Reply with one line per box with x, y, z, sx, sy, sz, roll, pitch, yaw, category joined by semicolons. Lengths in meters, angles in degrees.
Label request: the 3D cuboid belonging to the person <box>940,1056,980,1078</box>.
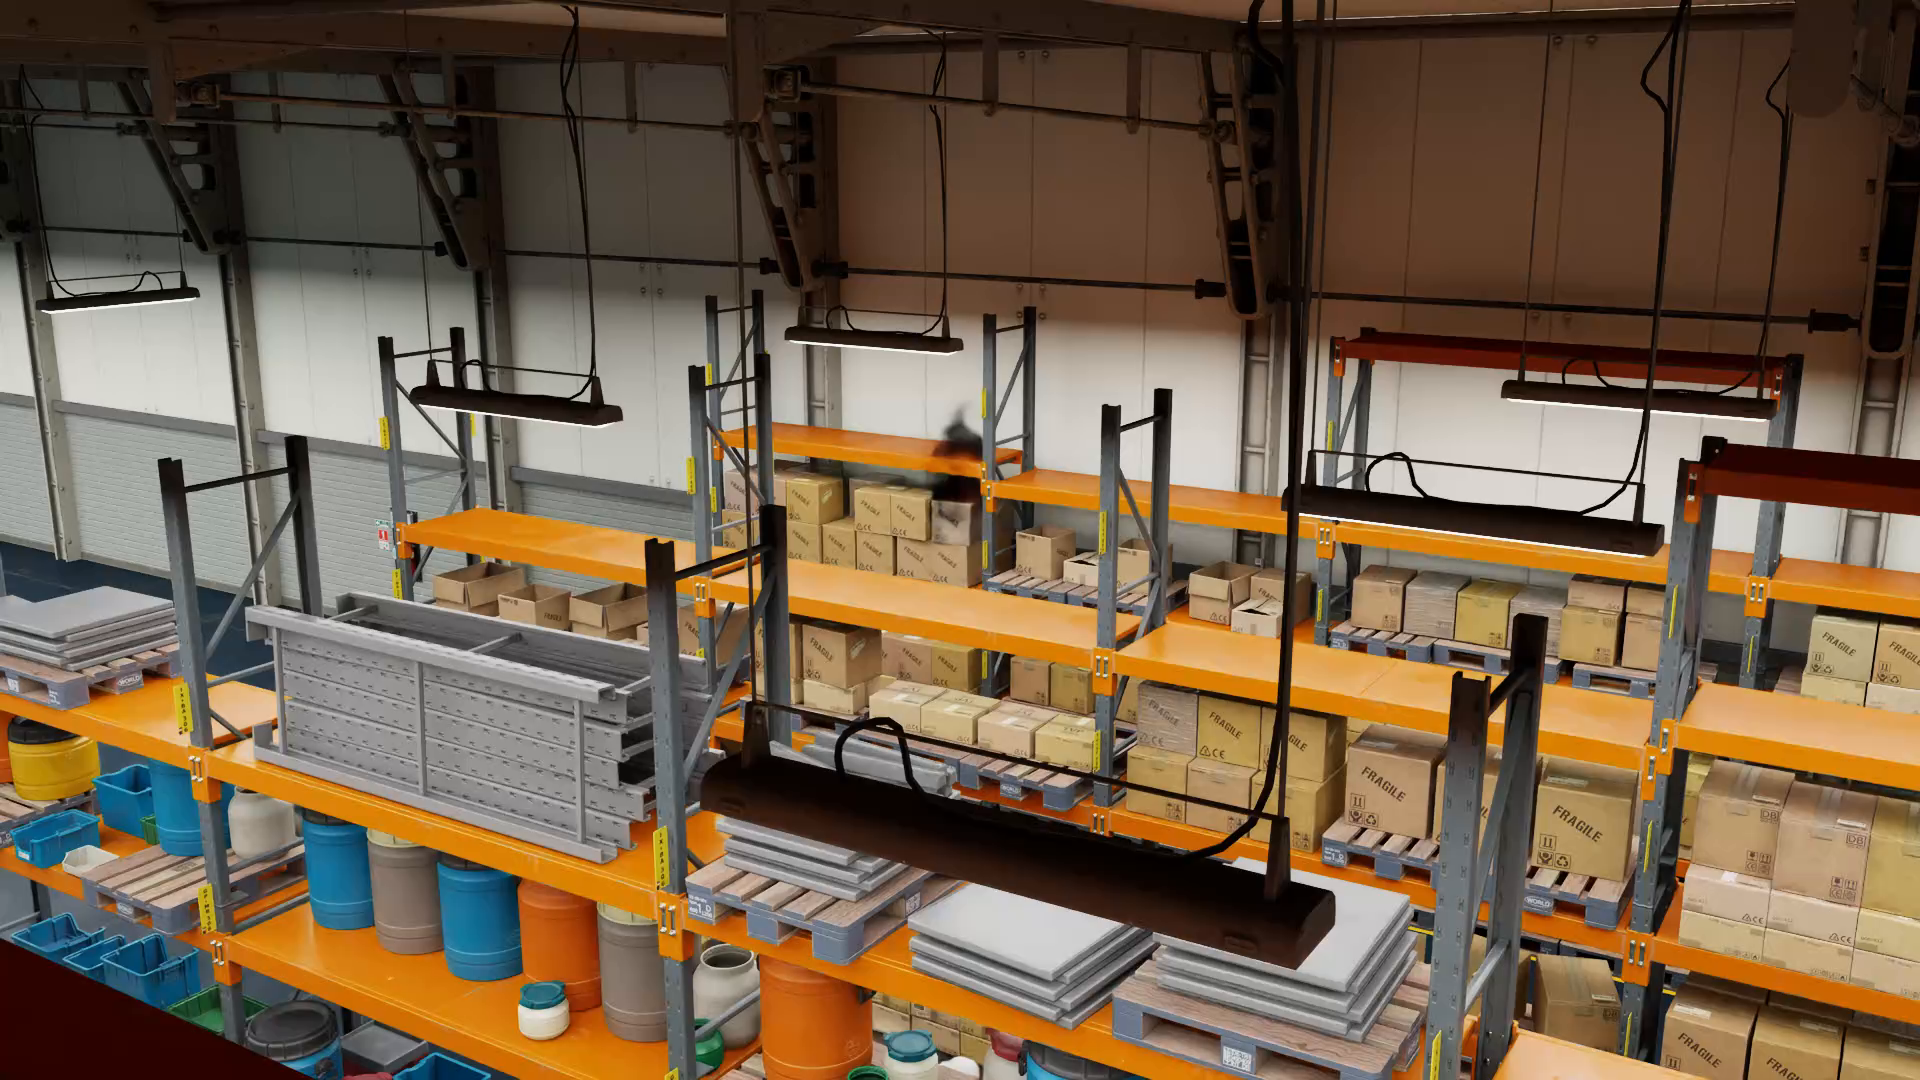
-0.071;4.417;11.734;0.593;1.719;0.681;6;15;22;person

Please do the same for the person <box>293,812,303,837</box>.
-7.571;2.817;18.345;0.929;1.782;0.672;-7;15;-25;person
